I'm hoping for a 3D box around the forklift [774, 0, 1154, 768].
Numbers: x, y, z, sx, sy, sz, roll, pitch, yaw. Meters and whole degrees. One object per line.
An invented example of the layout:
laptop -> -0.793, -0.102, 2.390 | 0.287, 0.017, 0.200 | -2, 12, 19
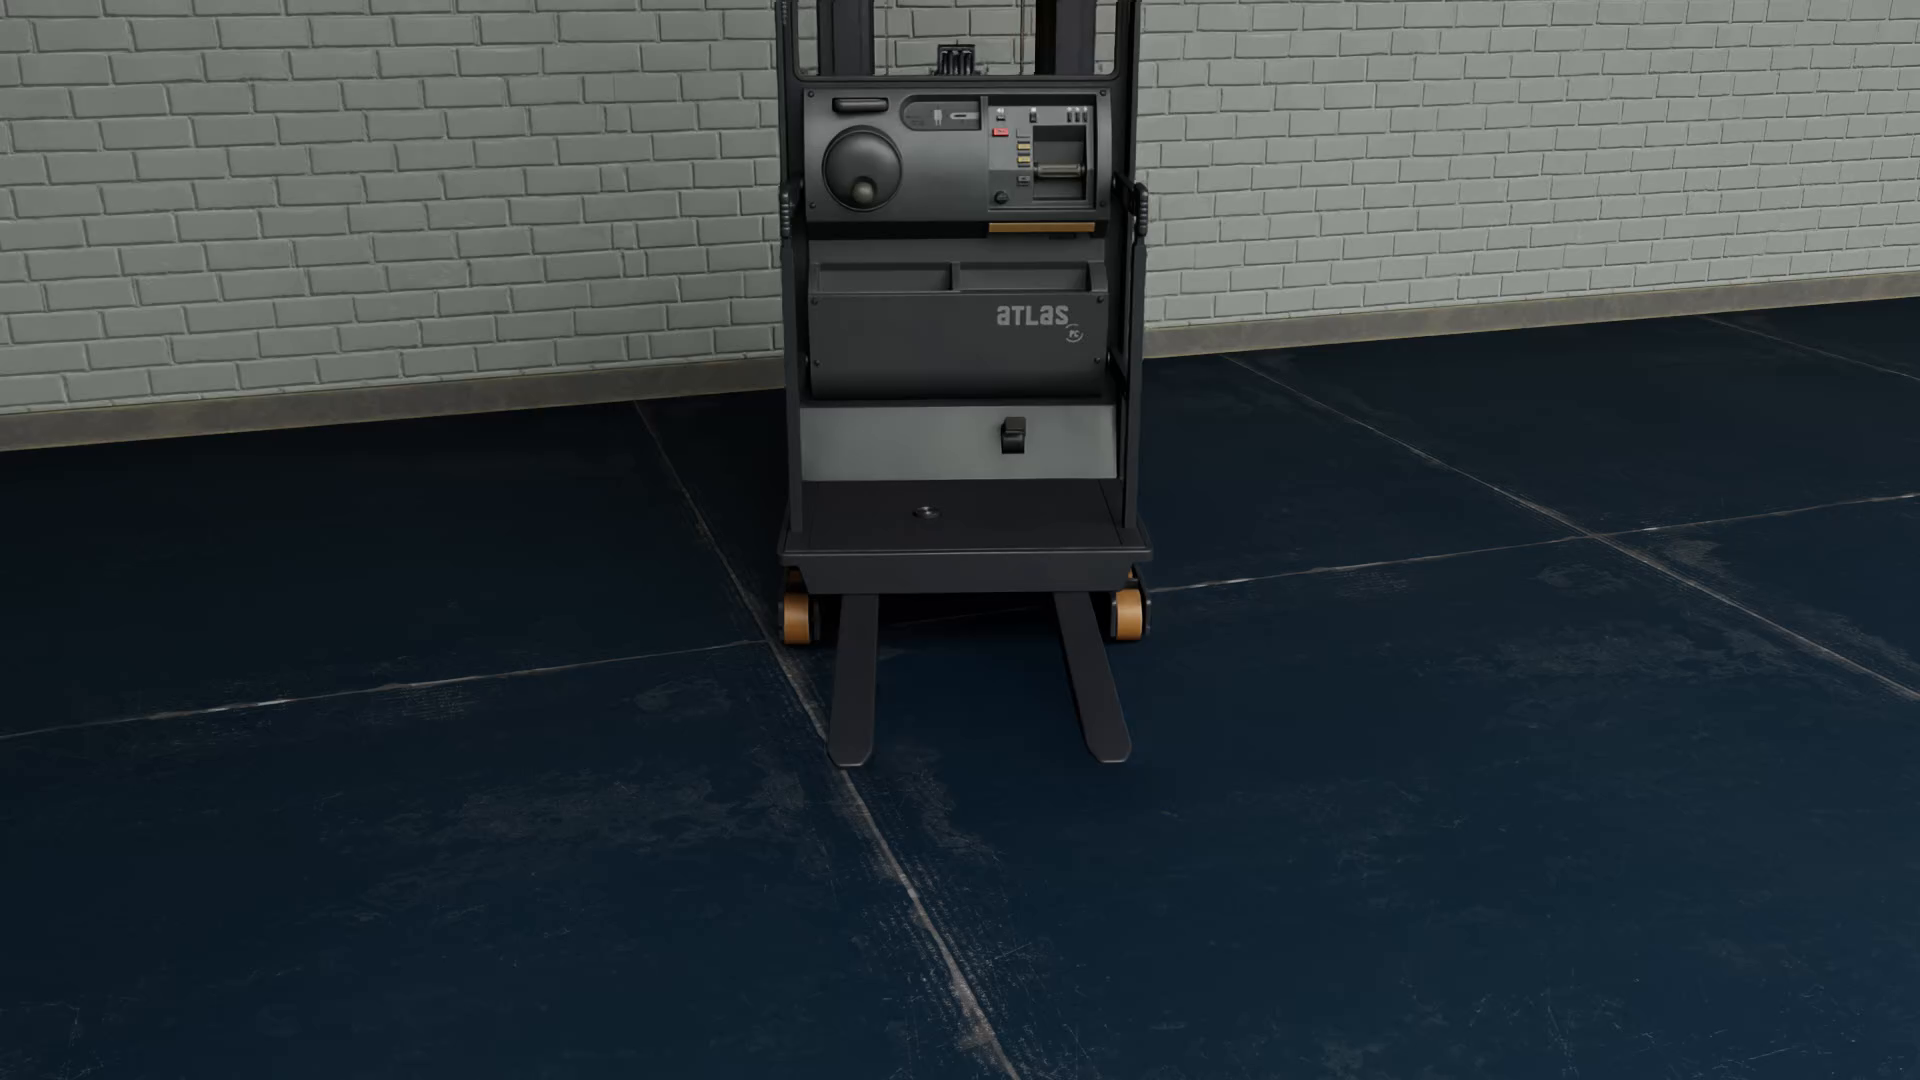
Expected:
forklift -> 0.002, -1.167, 4.830 | 1.130, 2.935, 3.031 | -1, 20, -2
